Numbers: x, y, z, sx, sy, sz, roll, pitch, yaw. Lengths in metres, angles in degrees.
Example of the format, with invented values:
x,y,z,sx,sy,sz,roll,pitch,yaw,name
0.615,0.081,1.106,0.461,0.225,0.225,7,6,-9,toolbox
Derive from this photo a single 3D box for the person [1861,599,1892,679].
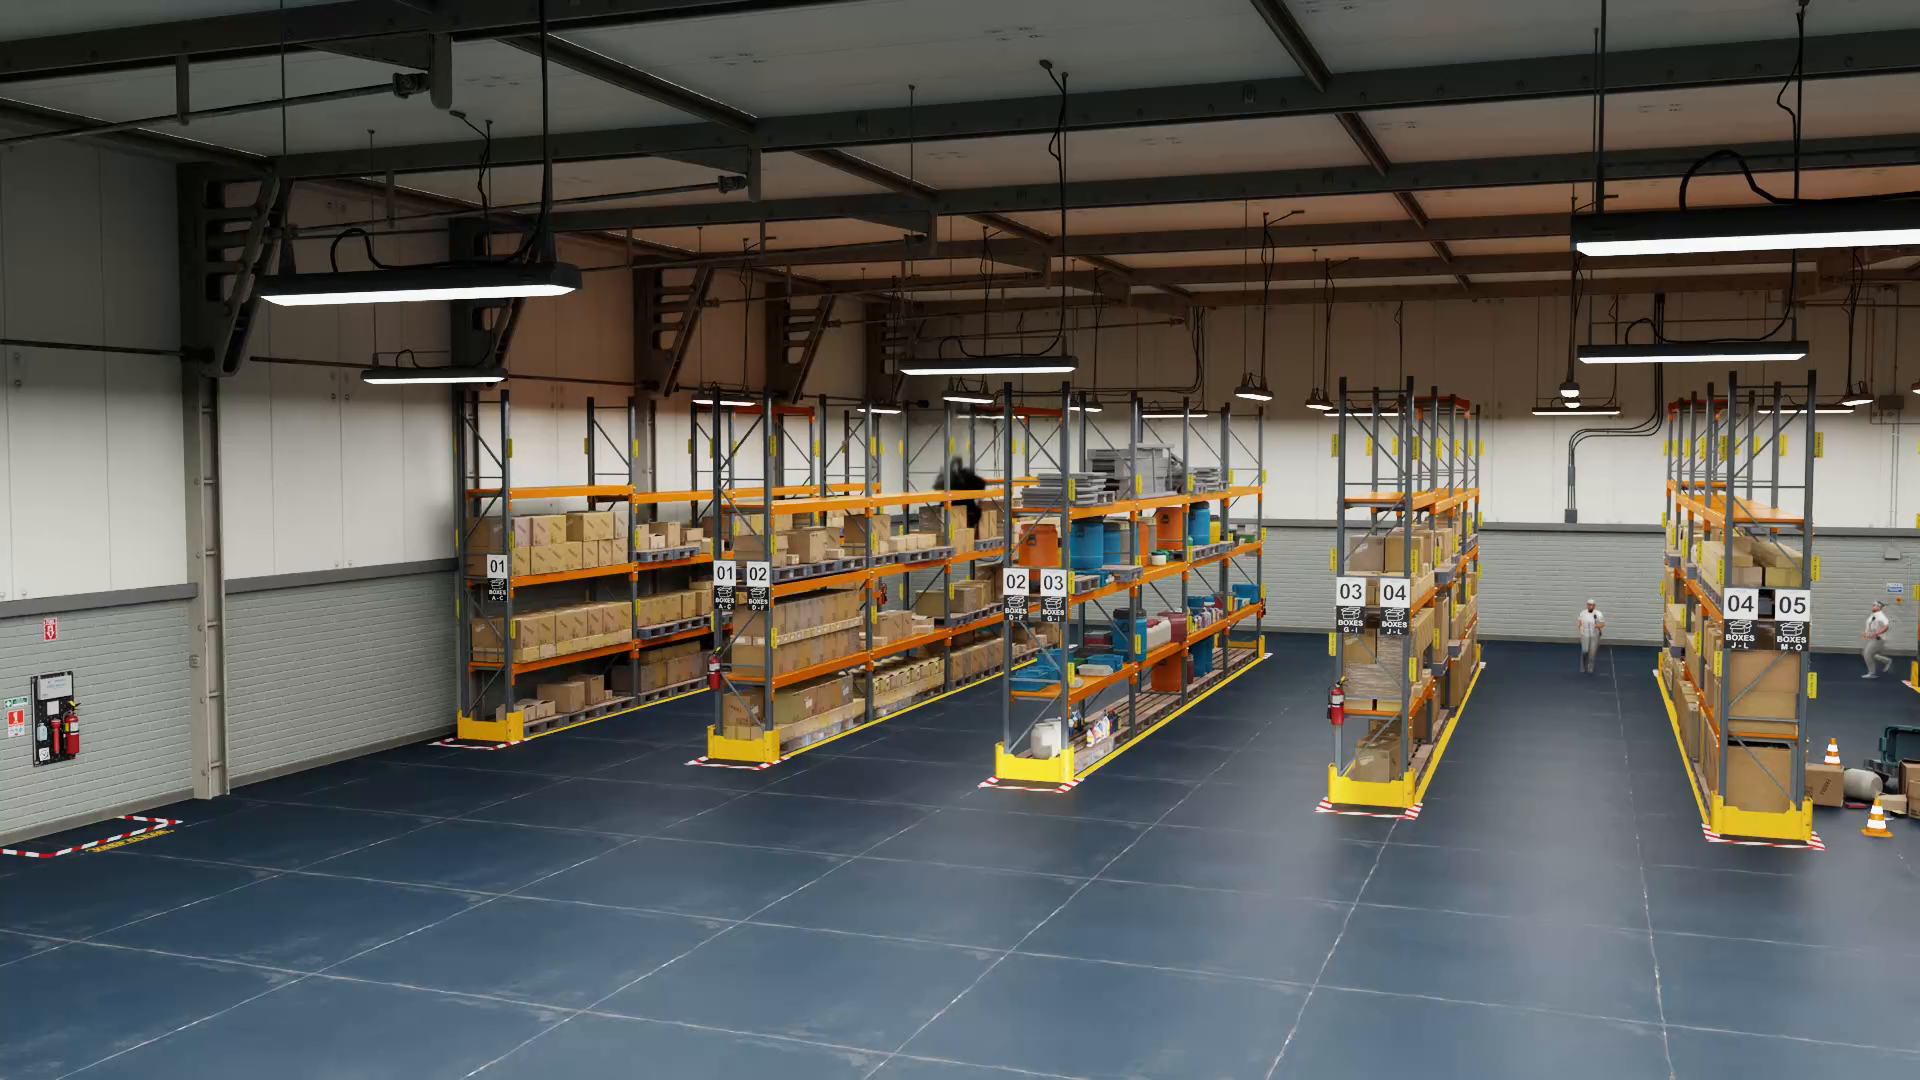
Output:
x,y,z,sx,sy,sz,roll,pitch,yaw,name
19.975,2.152,36.169,0.644,1.739,0.665,1,3,12,person

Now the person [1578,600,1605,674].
x,y,z,sx,sy,sz,roll,pitch,yaw,name
14.004,2.161,36.918,0.579,1.658,0.651,1,3,24,person
